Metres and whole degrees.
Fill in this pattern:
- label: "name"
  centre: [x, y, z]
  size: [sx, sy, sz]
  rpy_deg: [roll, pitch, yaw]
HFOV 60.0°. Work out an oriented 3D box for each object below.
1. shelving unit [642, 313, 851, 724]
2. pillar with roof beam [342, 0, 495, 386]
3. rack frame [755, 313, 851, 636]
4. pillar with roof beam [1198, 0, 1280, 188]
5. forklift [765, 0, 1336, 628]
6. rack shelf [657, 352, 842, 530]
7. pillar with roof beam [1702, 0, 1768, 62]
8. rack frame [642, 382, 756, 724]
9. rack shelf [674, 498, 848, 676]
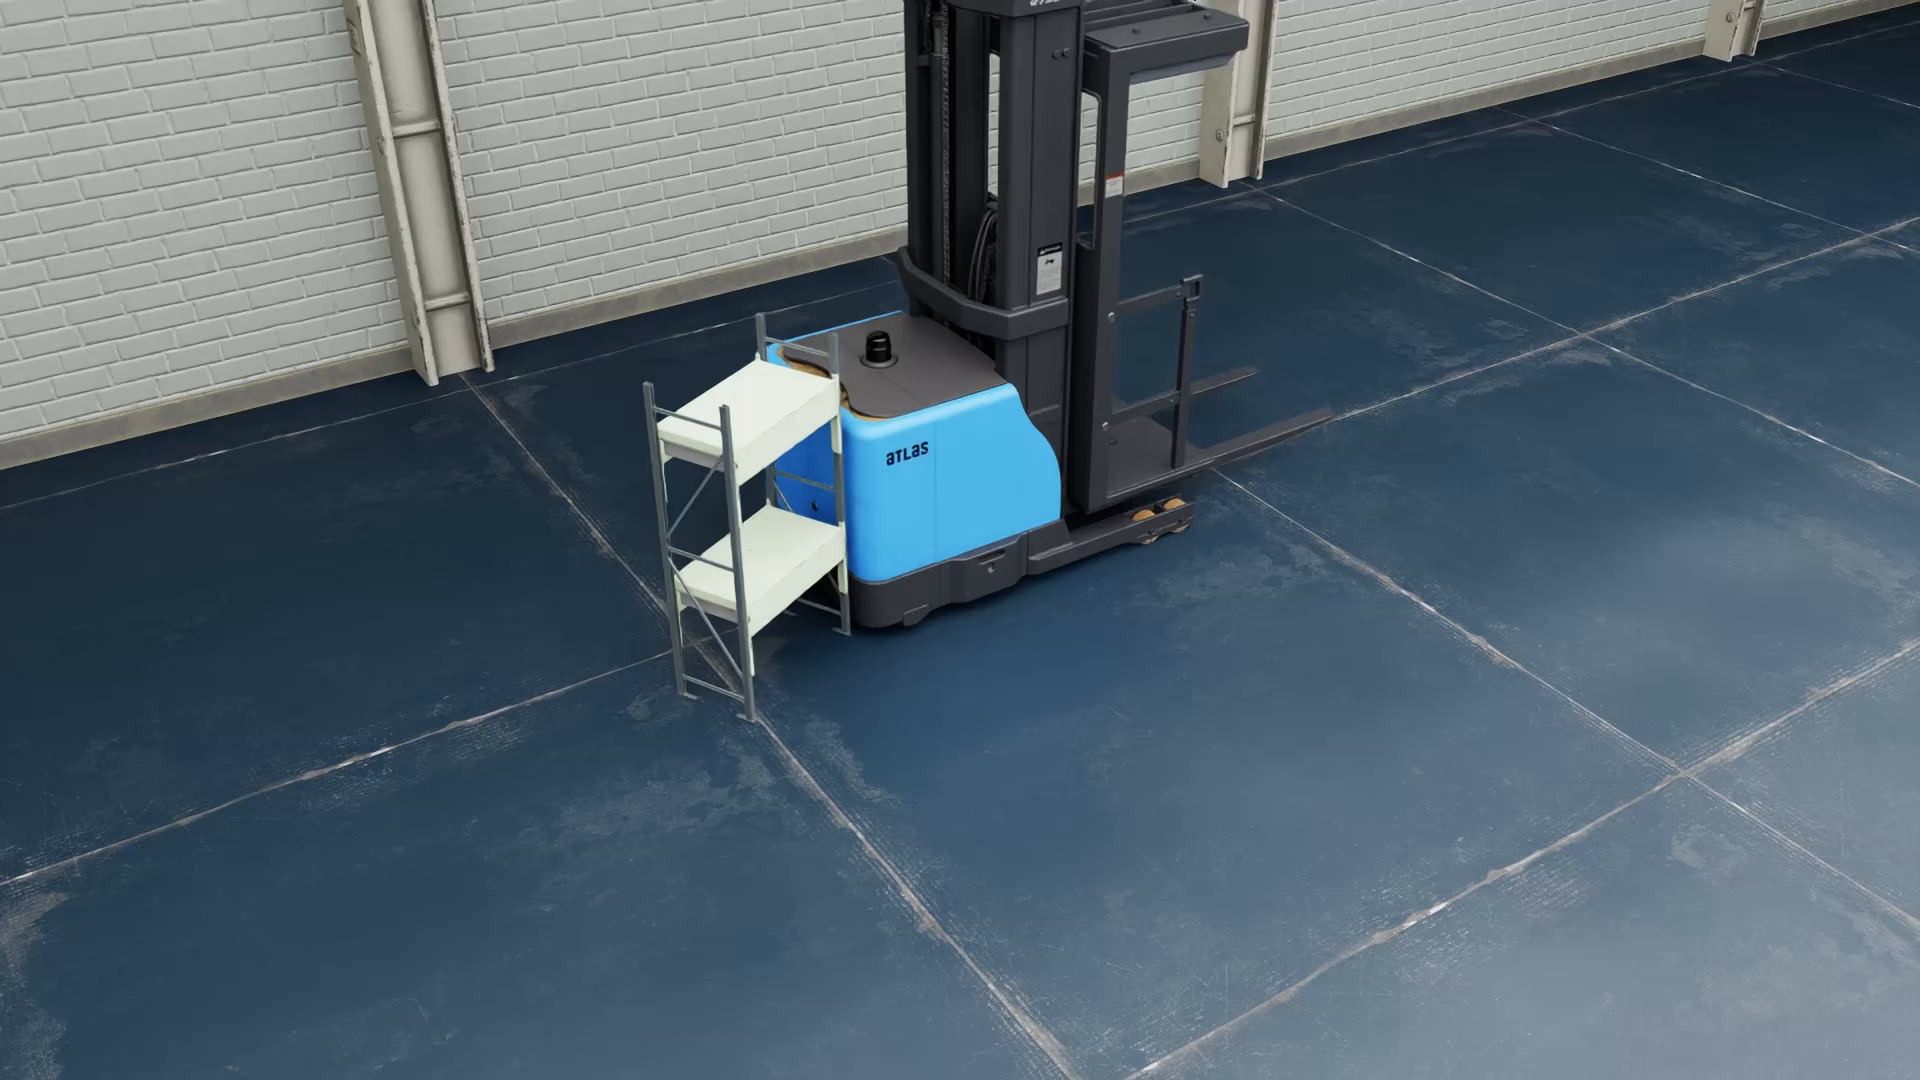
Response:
- label: "shelving unit"
  centre: [-0.859, -0.086, 6.981]
  size: [0.431, 1.500, 0.755]
  rpy_deg: [17, 36, 25]
- label: "pillar with roof beam"
  centre: [-0.669, -2.895, 4.405]
  size: [0.400, 9.000, 9.100]
  rpy_deg: [-19, 37, -27]
- label: "rack frame"
  centre: [-0.676, -0.255, 7.249]
  size: [0.400, 1.500, 0.023]
  rpy_deg: [17, 36, 25]
- label: "pillar with roof beam"
  centre: [4.375, -4.629, 7.154]
  size: [0.400, 9.000, 9.100]
  rpy_deg: [-19, 37, -27]
- label: "forklift"
  centre: [0.570, -1.437, 7.780]
  size: [3.031, 2.935, 1.130]
  rpy_deg: [-19, 37, -28]
- label: "rack shelf"
  centre: [-0.859, -0.416, 6.773]
  size: [0.431, 0.370, 0.720]
  rpy_deg: [17, 36, 25]
- label: "pillar with roof beam"
  centre: [9.418, -6.364, 9.904]
  size: [0.400, 9.000, 9.100]
  rpy_deg: [-19, 37, -27]
- label: "rack frame"
  centre: [-1.043, 0.083, 6.713]
  size: [0.400, 1.500, 0.023]
  rpy_deg: [17, 36, 25]
- label: "rack shelf"
  centre: [-0.859, 0.189, 7.155]
  size: [0.431, 0.370, 0.720]
  rpy_deg: [17, 36, 25]
